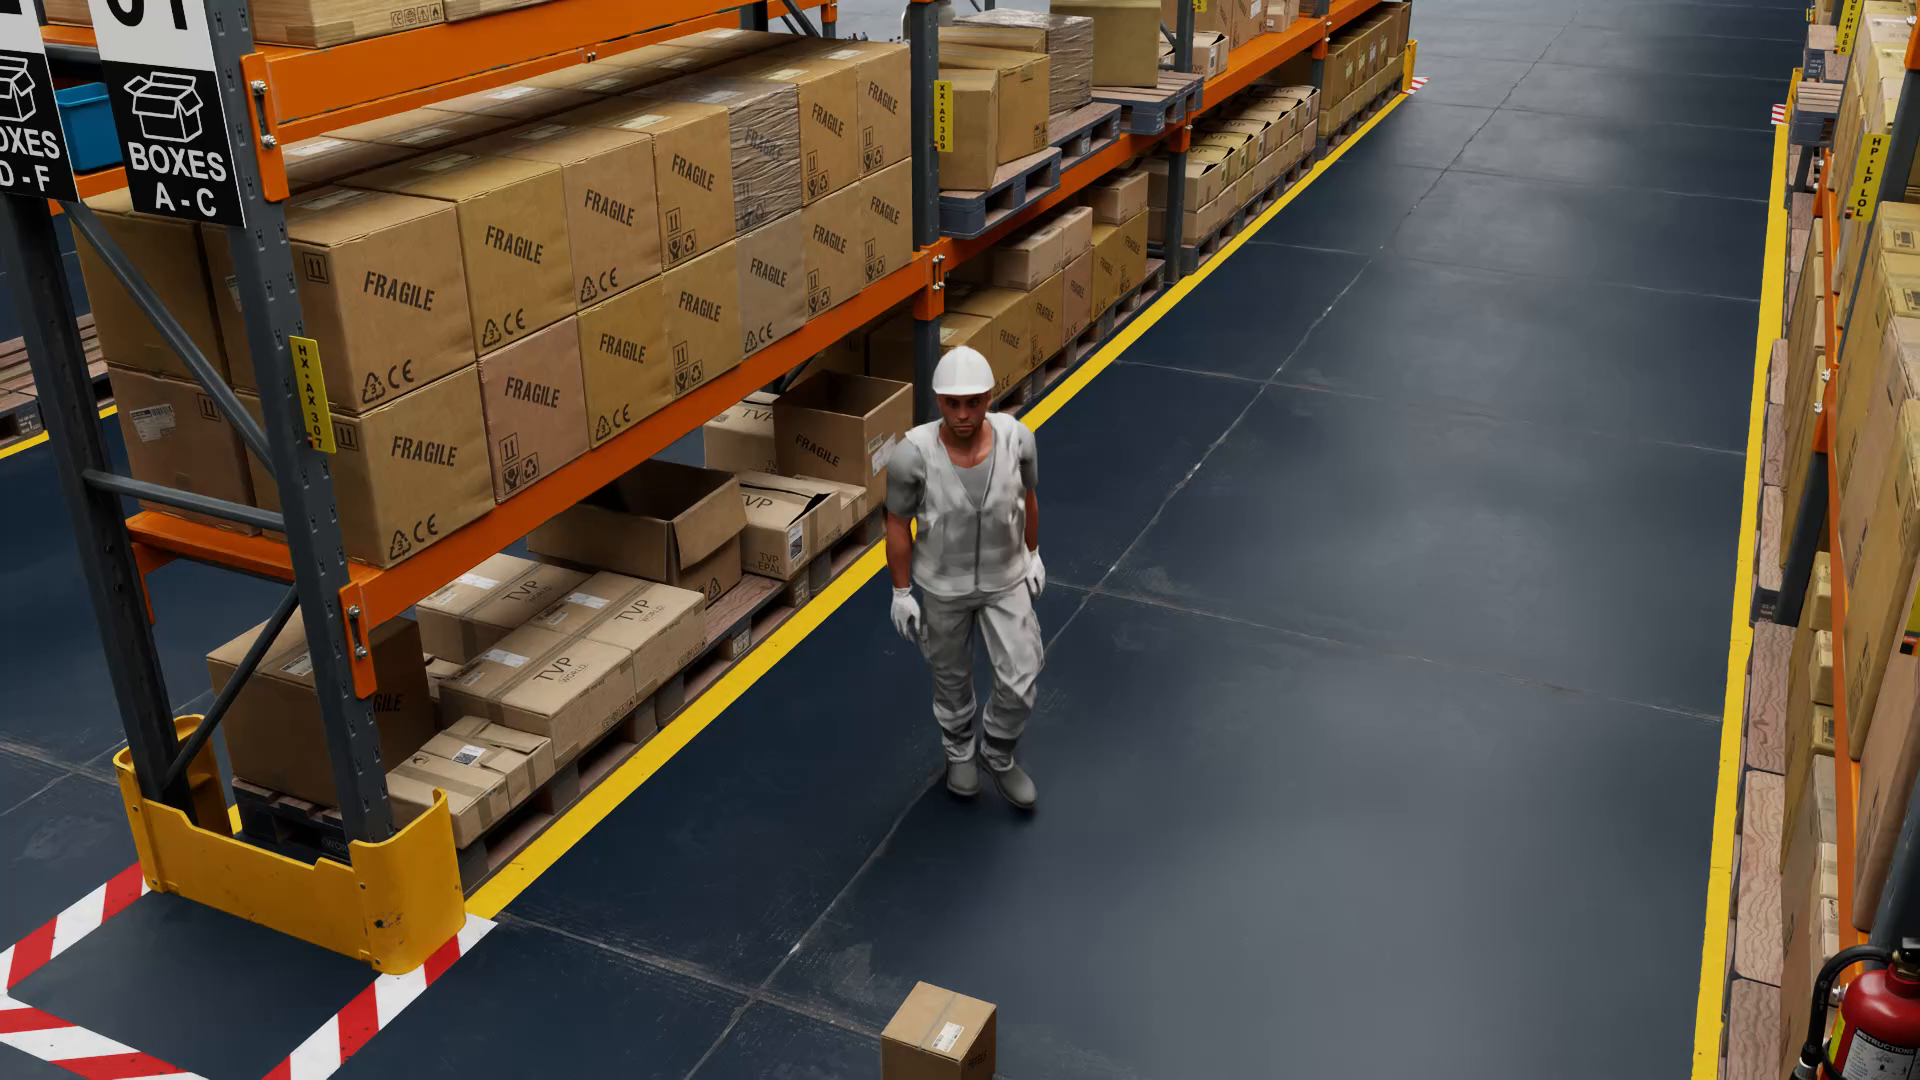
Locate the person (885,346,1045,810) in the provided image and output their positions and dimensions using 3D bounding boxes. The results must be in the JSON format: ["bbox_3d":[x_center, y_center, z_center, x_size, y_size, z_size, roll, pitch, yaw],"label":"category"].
[{"bbox_3d":[0.031,0.146,5.739,0.579,1.765,0.523,-4,26,-7],"label":"person"}]
